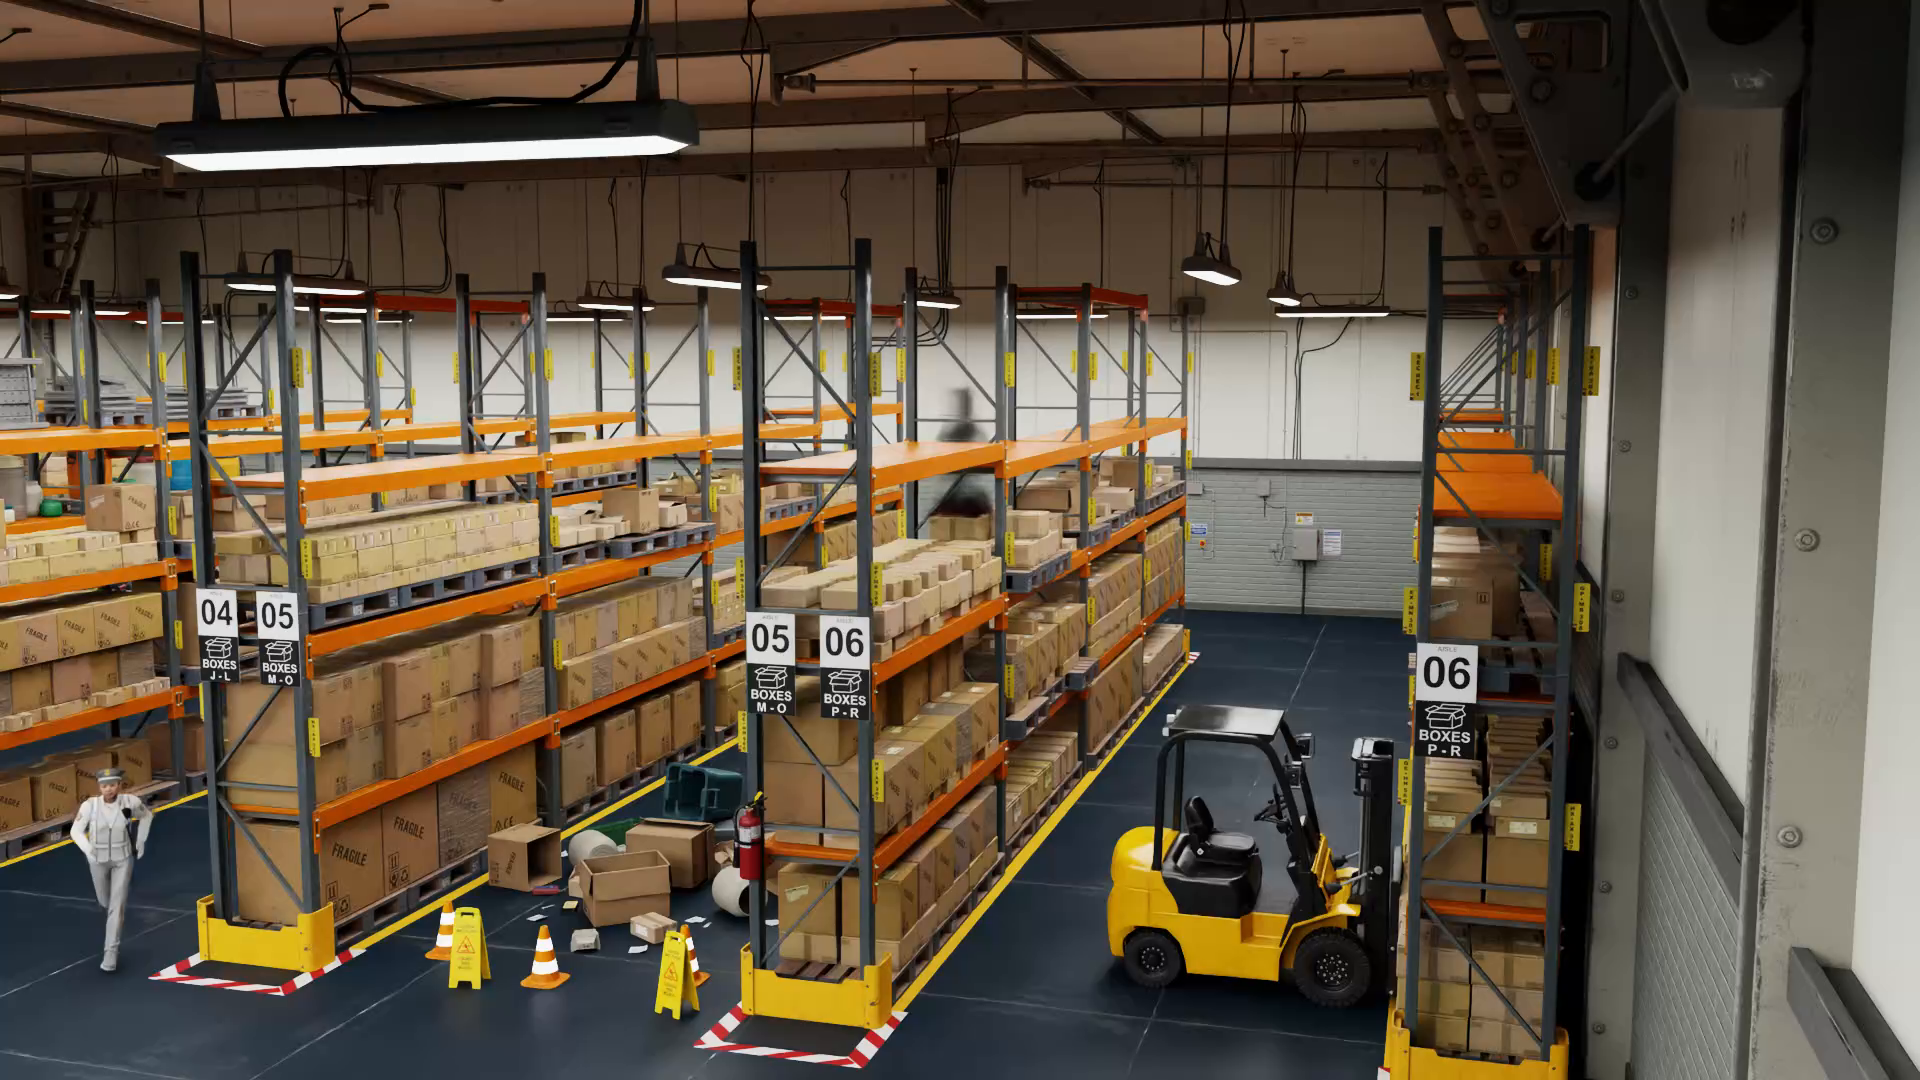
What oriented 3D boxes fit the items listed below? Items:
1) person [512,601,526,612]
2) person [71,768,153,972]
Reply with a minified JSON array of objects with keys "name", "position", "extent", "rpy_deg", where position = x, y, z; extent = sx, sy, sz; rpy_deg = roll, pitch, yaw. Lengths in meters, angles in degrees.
[{"name":"person","position":[-6.358,1.668,24.105],"extent":[0.536,1.610,0.875],"rpy_deg":[1,7,13]},{"name":"person","position":[-7.264,2.738,14.268],"extent":[0.626,1.660,1.055],"rpy_deg":[-3,7,-23]}]
